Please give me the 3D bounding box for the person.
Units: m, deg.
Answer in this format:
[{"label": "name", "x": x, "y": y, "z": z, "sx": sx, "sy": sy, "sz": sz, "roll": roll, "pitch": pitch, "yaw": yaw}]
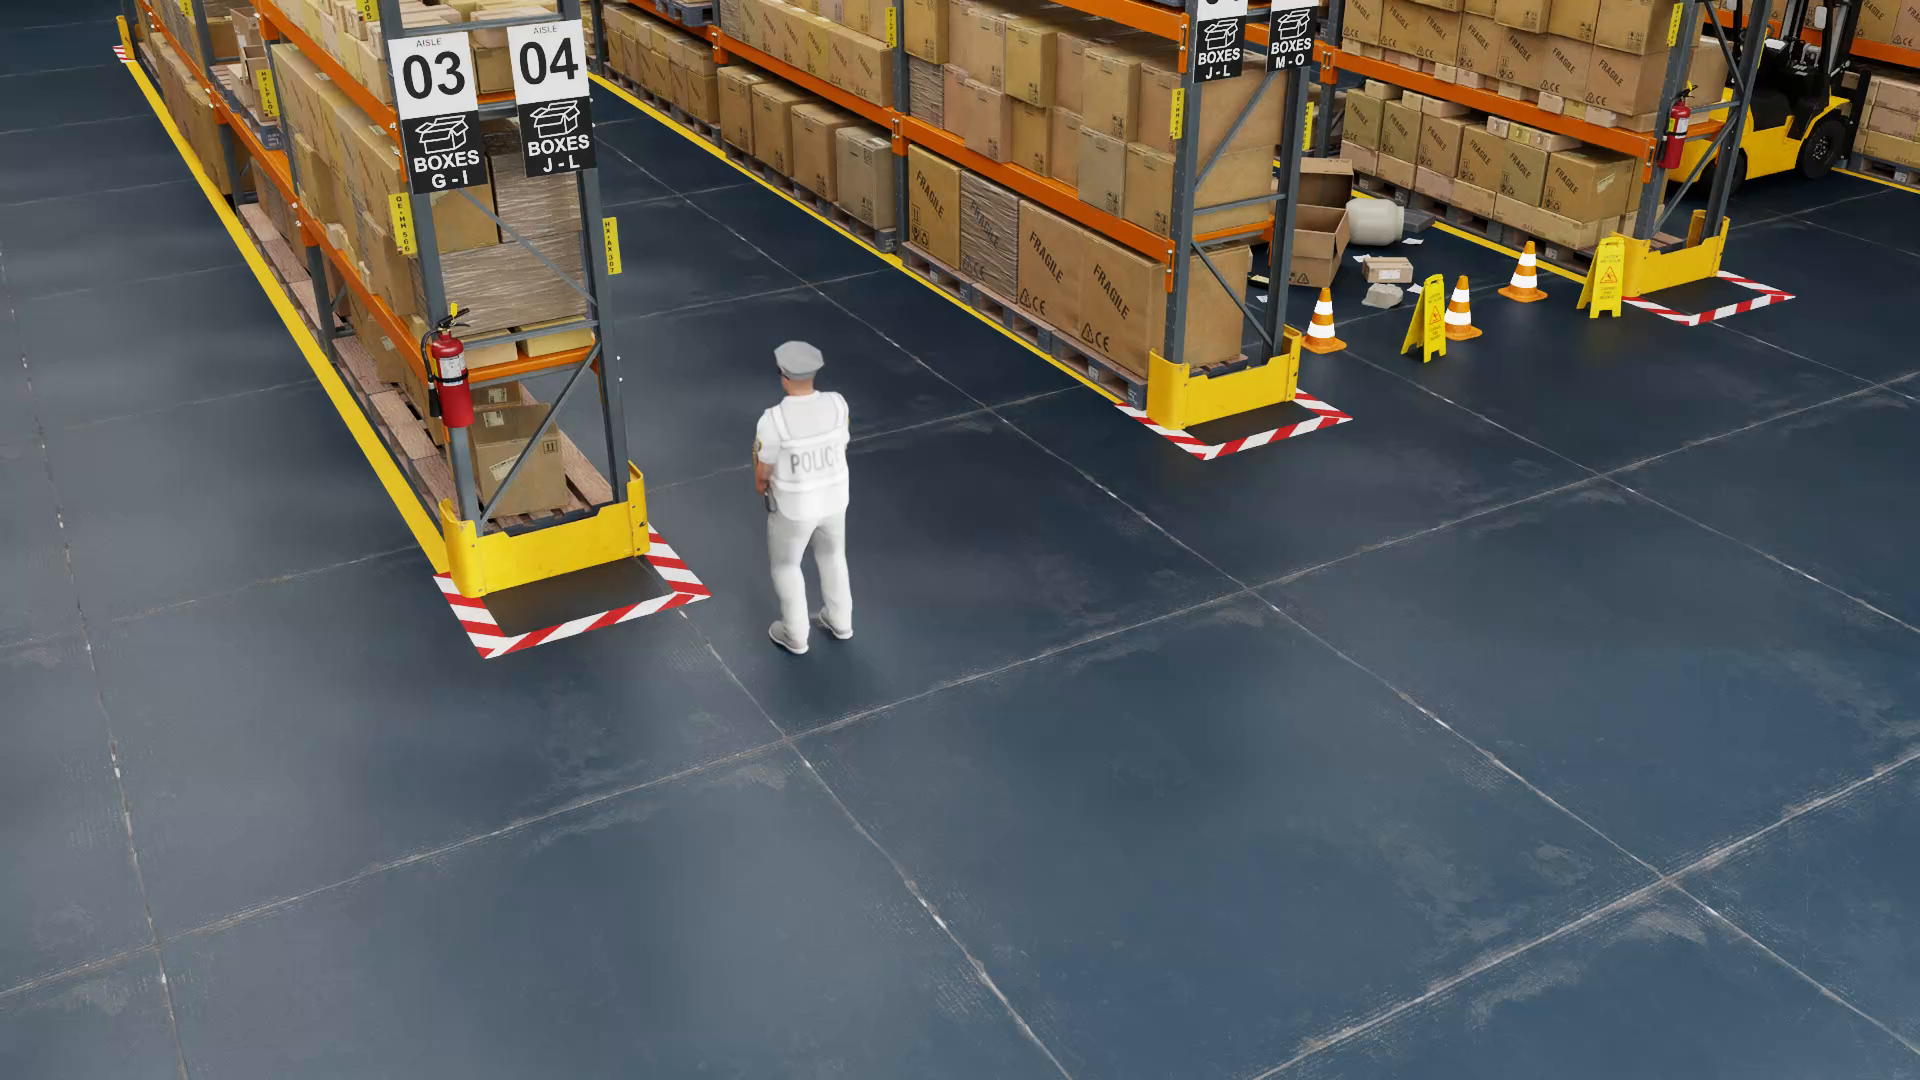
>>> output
[{"label": "person", "x": -0.859, "y": -0.241, "z": 8.967, "sx": 0.527, "sy": 1.773, "sz": 0.525, "roll": -16, "pitch": 33, "yaw": -27}]
